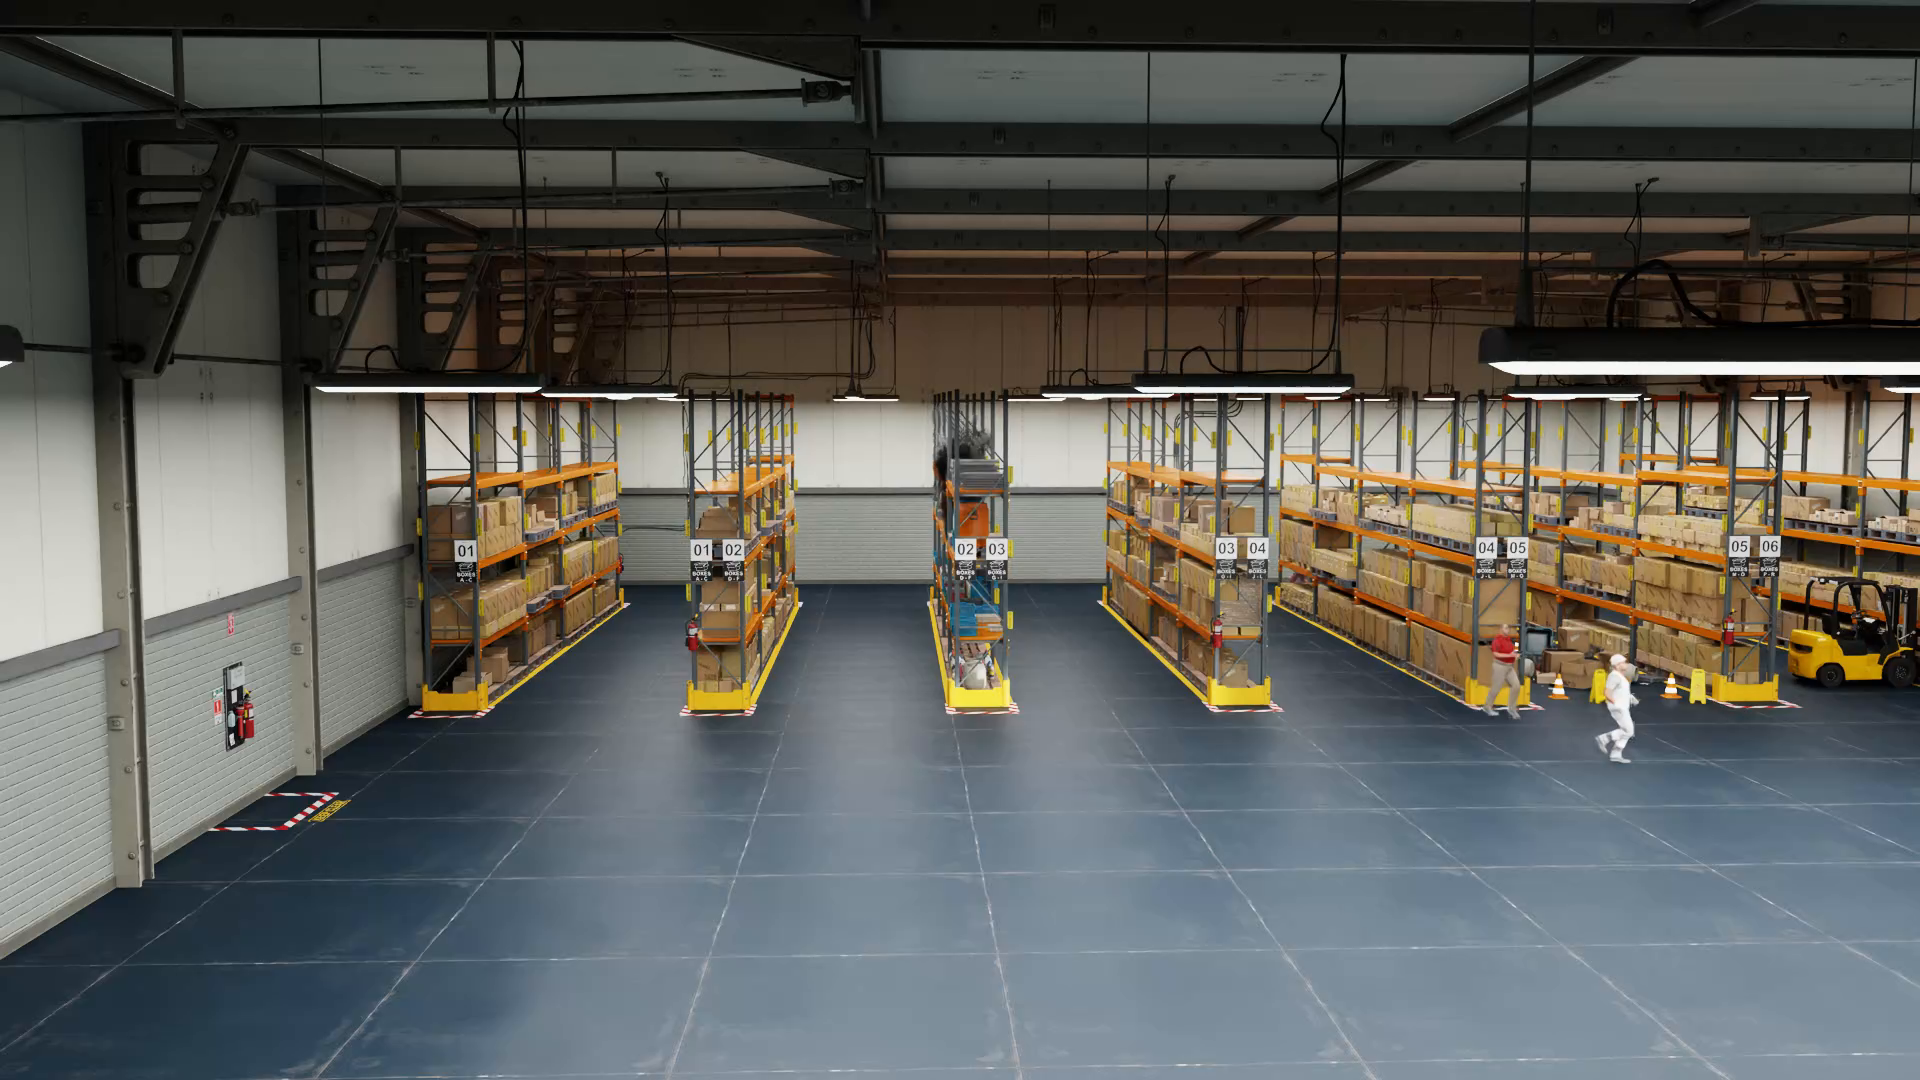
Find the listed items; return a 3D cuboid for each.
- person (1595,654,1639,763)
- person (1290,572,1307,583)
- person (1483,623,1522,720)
[{"bbox_3d":[10.511,2.691,26.578,0.596,1.738,0.658,3,5,30],"label":"person"},{"bbox_3d":[10.024,0.898,49.129,0.798,1.651,0.721,2,5,22],"label":"person"},{"bbox_3d":[9.909,2.397,30.307,0.677,1.794,0.743,-4,6,-39],"label":"person"}]
